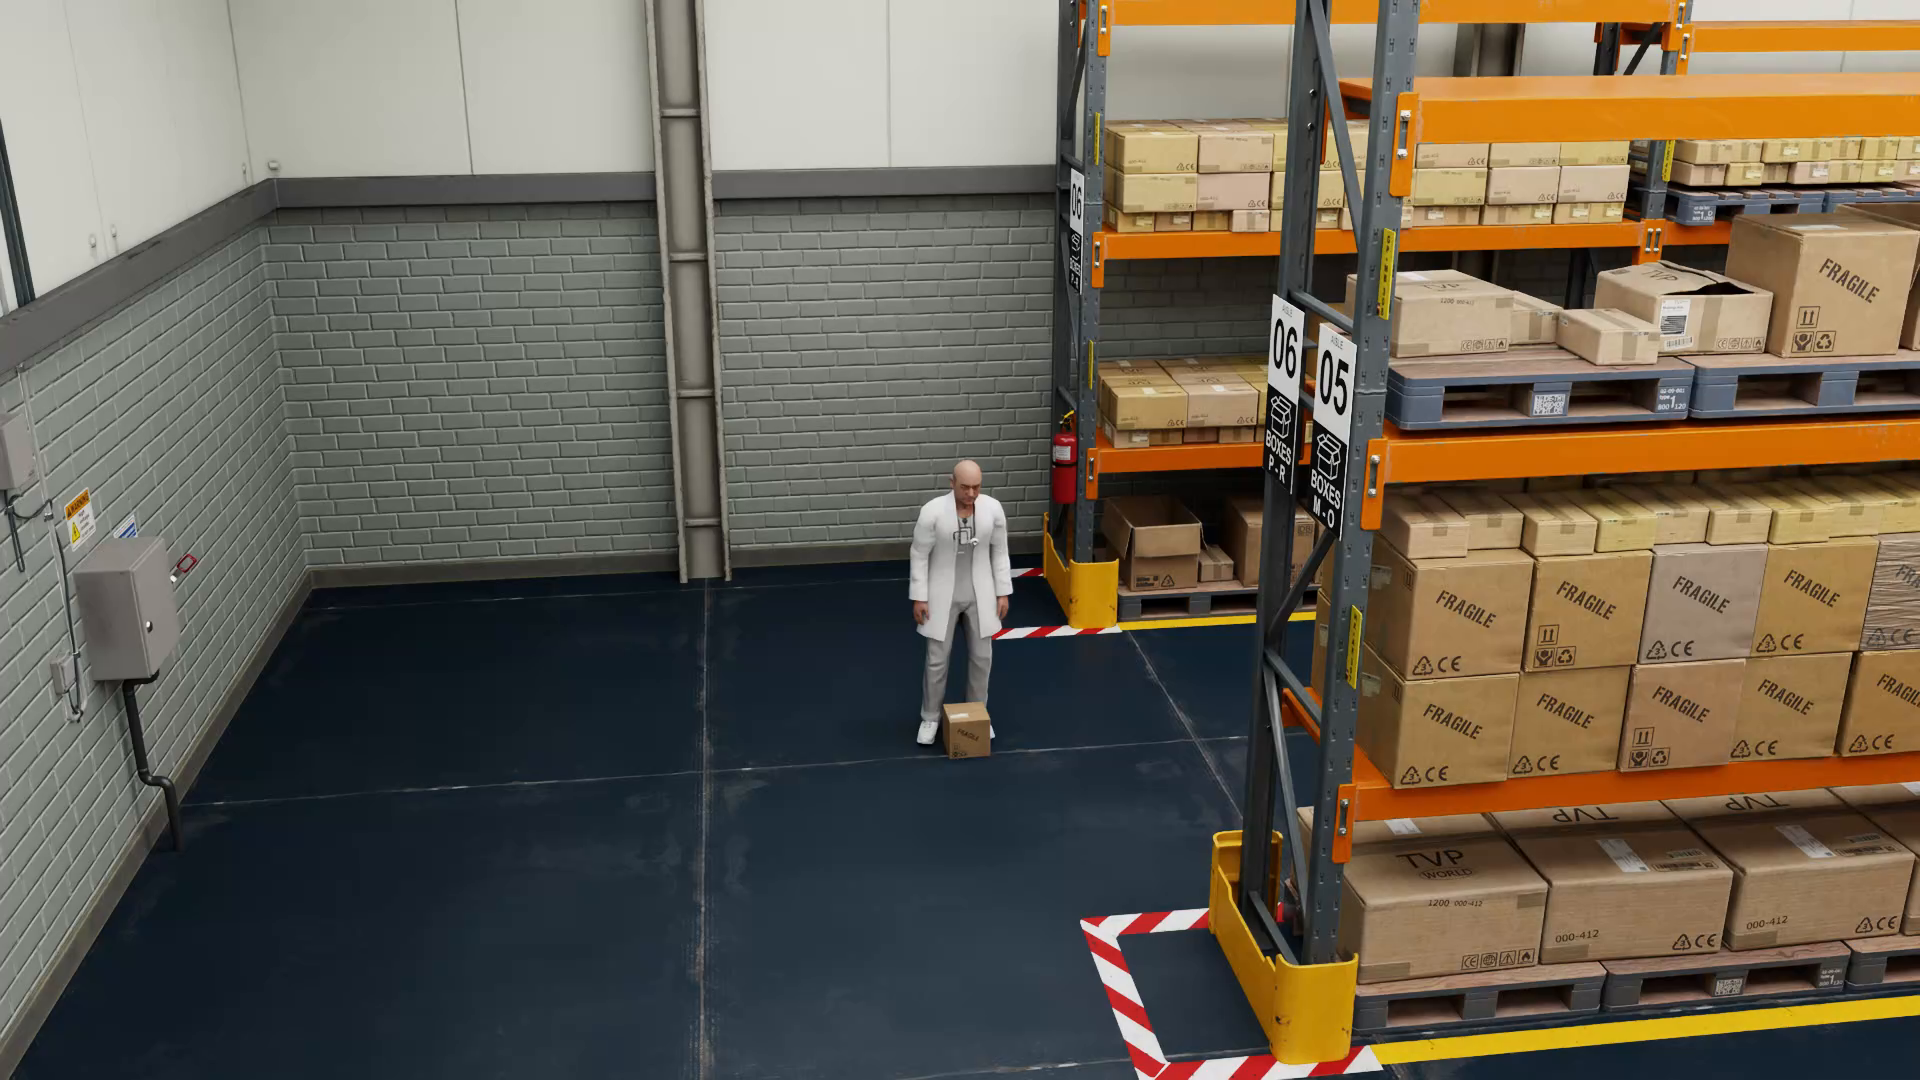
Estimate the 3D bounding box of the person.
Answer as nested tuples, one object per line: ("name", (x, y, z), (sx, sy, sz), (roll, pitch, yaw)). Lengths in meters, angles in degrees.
("person", (0.008, 0.356, 10.102), (0.646, 1.772, 0.429), (-4, 20, -11))
